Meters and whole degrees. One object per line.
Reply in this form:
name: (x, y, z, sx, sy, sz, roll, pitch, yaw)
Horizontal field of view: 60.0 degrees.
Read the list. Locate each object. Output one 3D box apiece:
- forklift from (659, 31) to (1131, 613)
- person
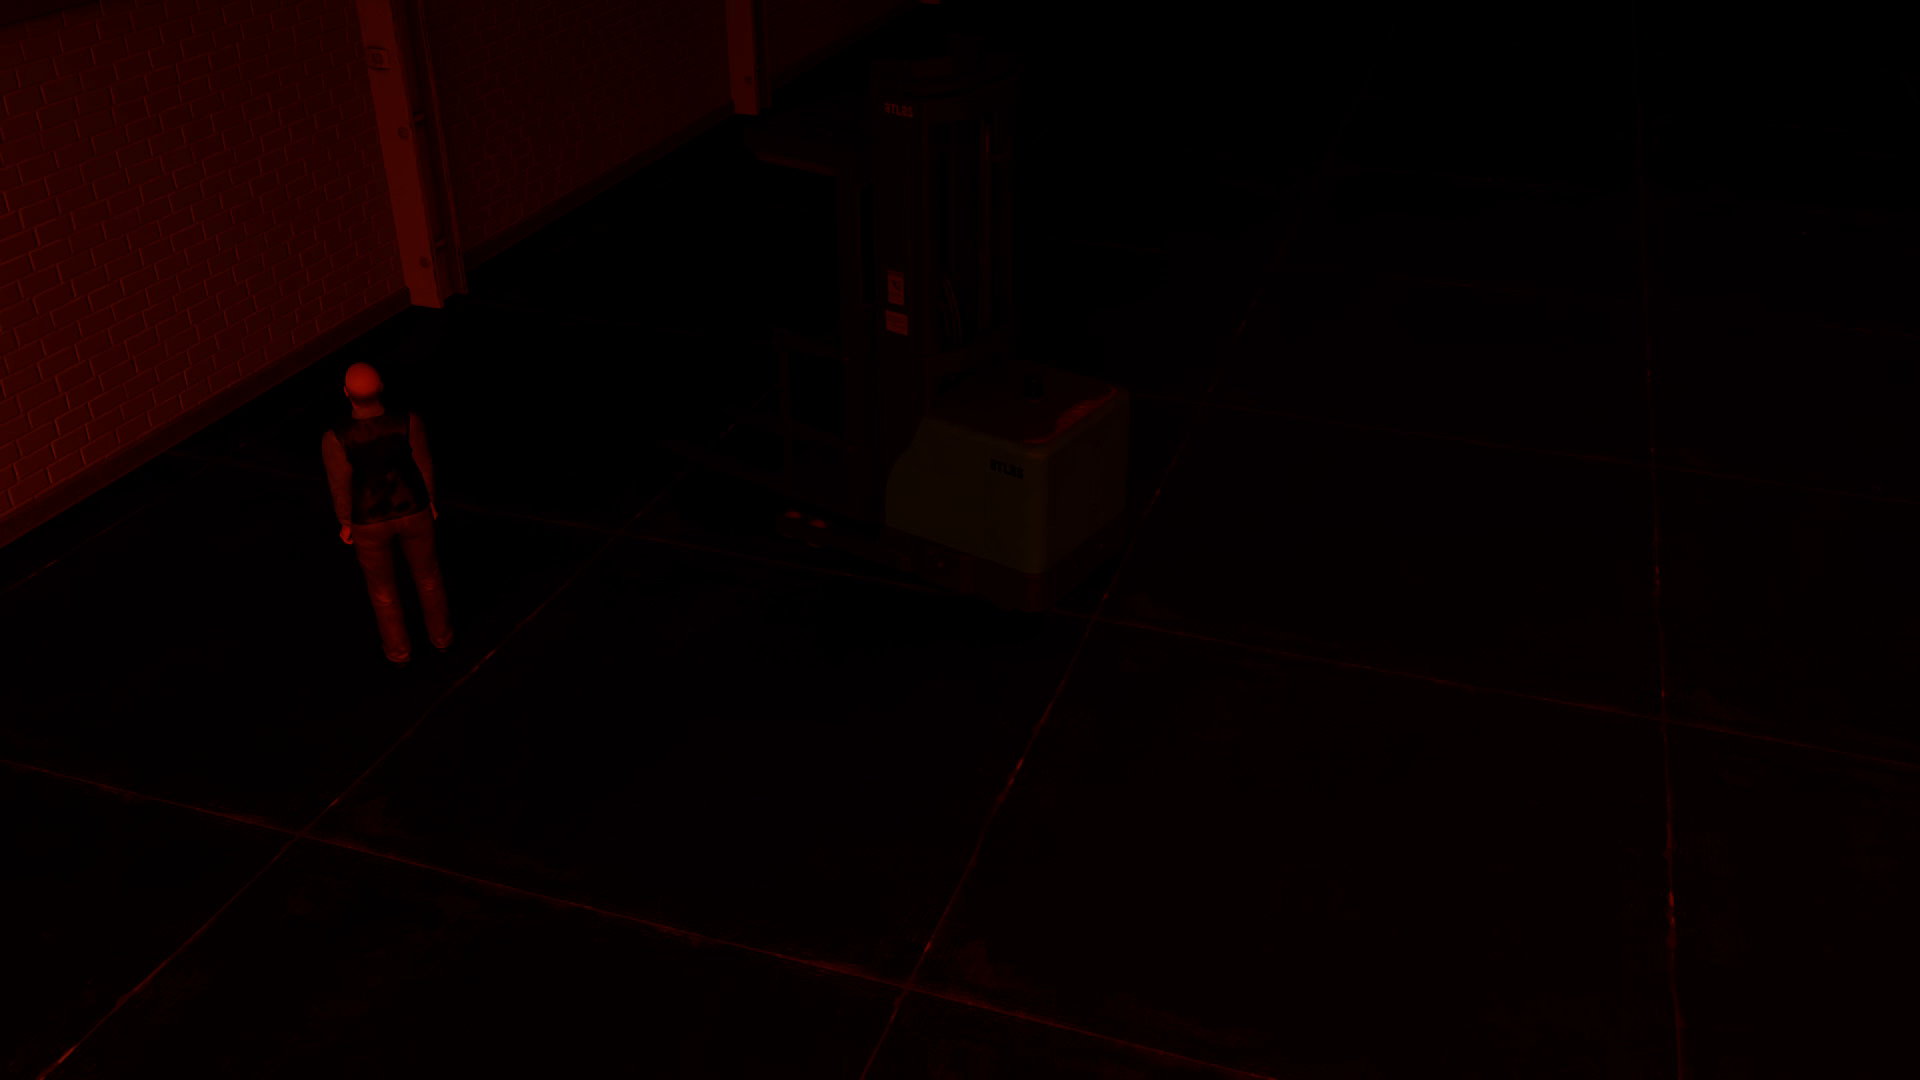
forklift: (-0.516, -1.424, 9.635, 3.031, 2.935, 1.130, 19, 35, 30)
person: (-2.956, -0.127, 8.582, 0.525, 1.724, 0.376, -18, 34, -28)
